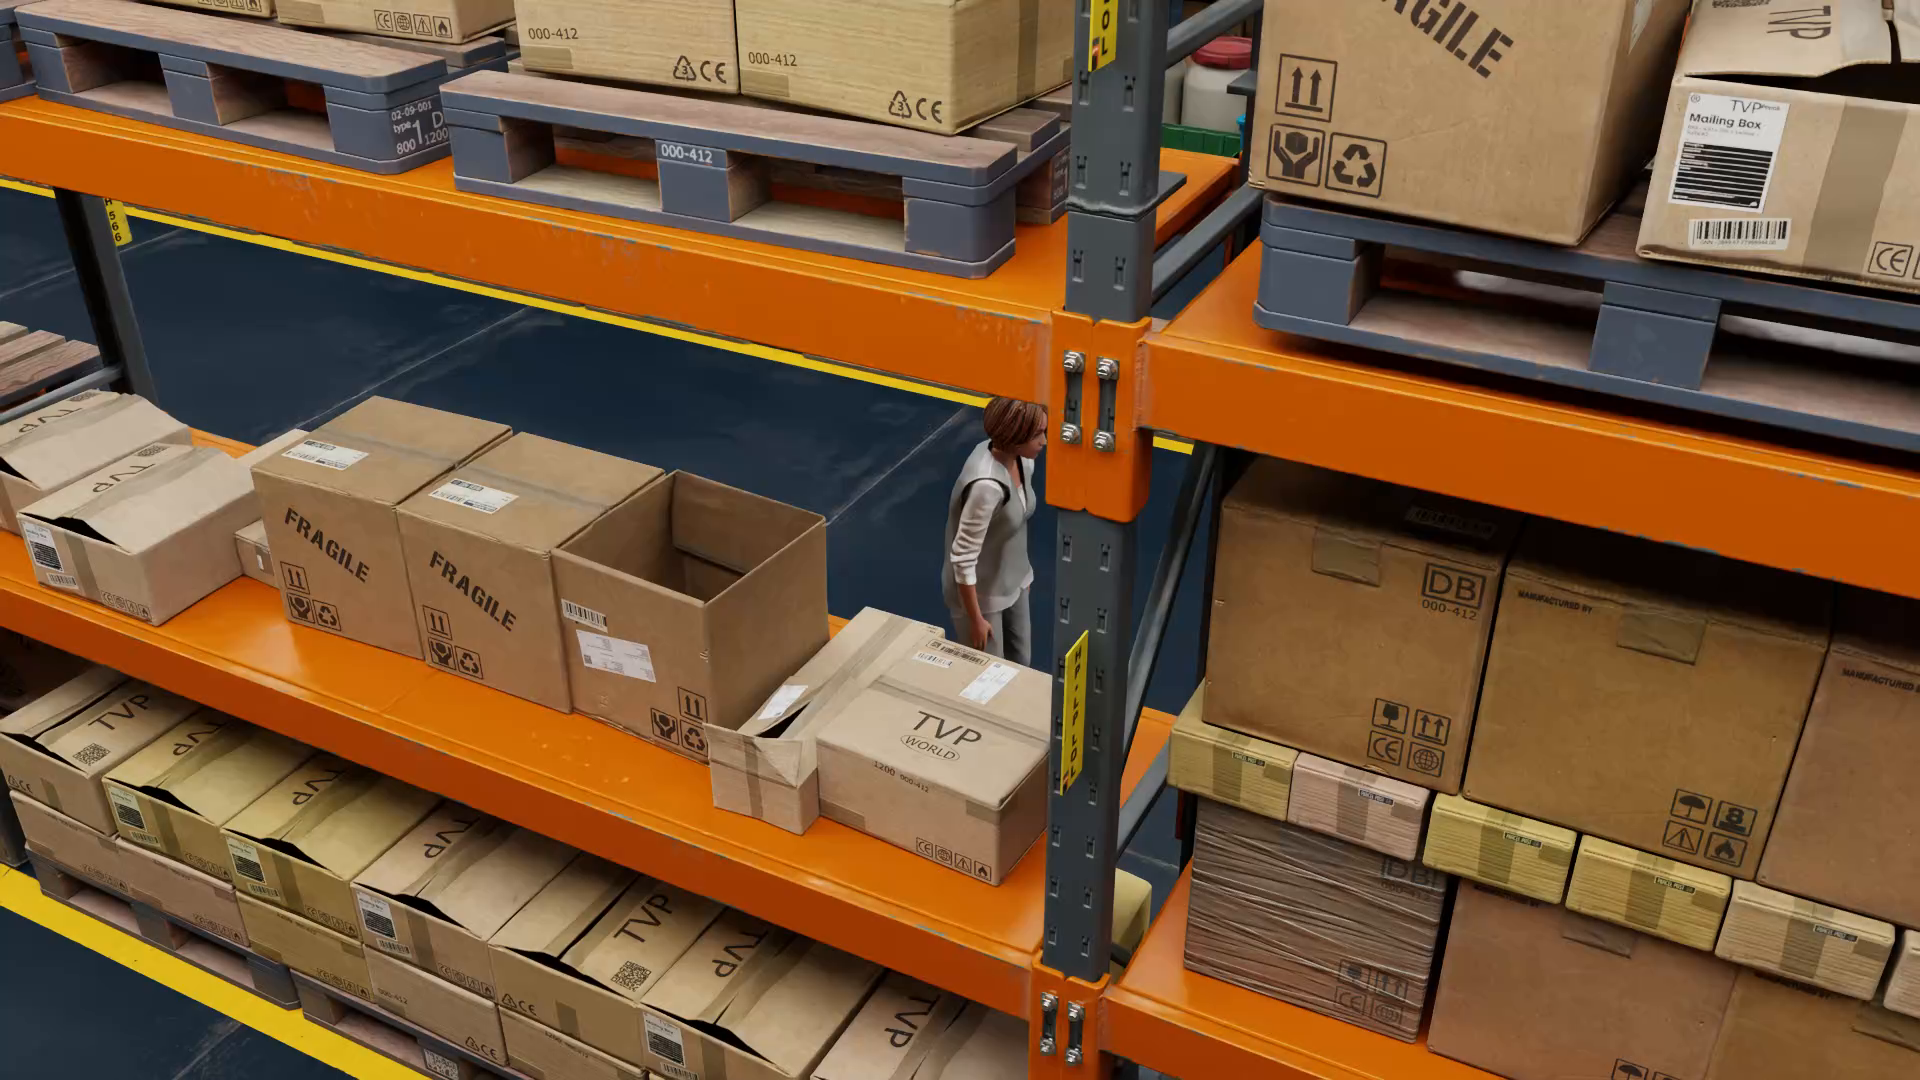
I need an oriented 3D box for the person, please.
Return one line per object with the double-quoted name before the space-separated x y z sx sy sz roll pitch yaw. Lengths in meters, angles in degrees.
"person" 0.121 0.199 5.805 0.346 1.591 0.475 13 33 21
